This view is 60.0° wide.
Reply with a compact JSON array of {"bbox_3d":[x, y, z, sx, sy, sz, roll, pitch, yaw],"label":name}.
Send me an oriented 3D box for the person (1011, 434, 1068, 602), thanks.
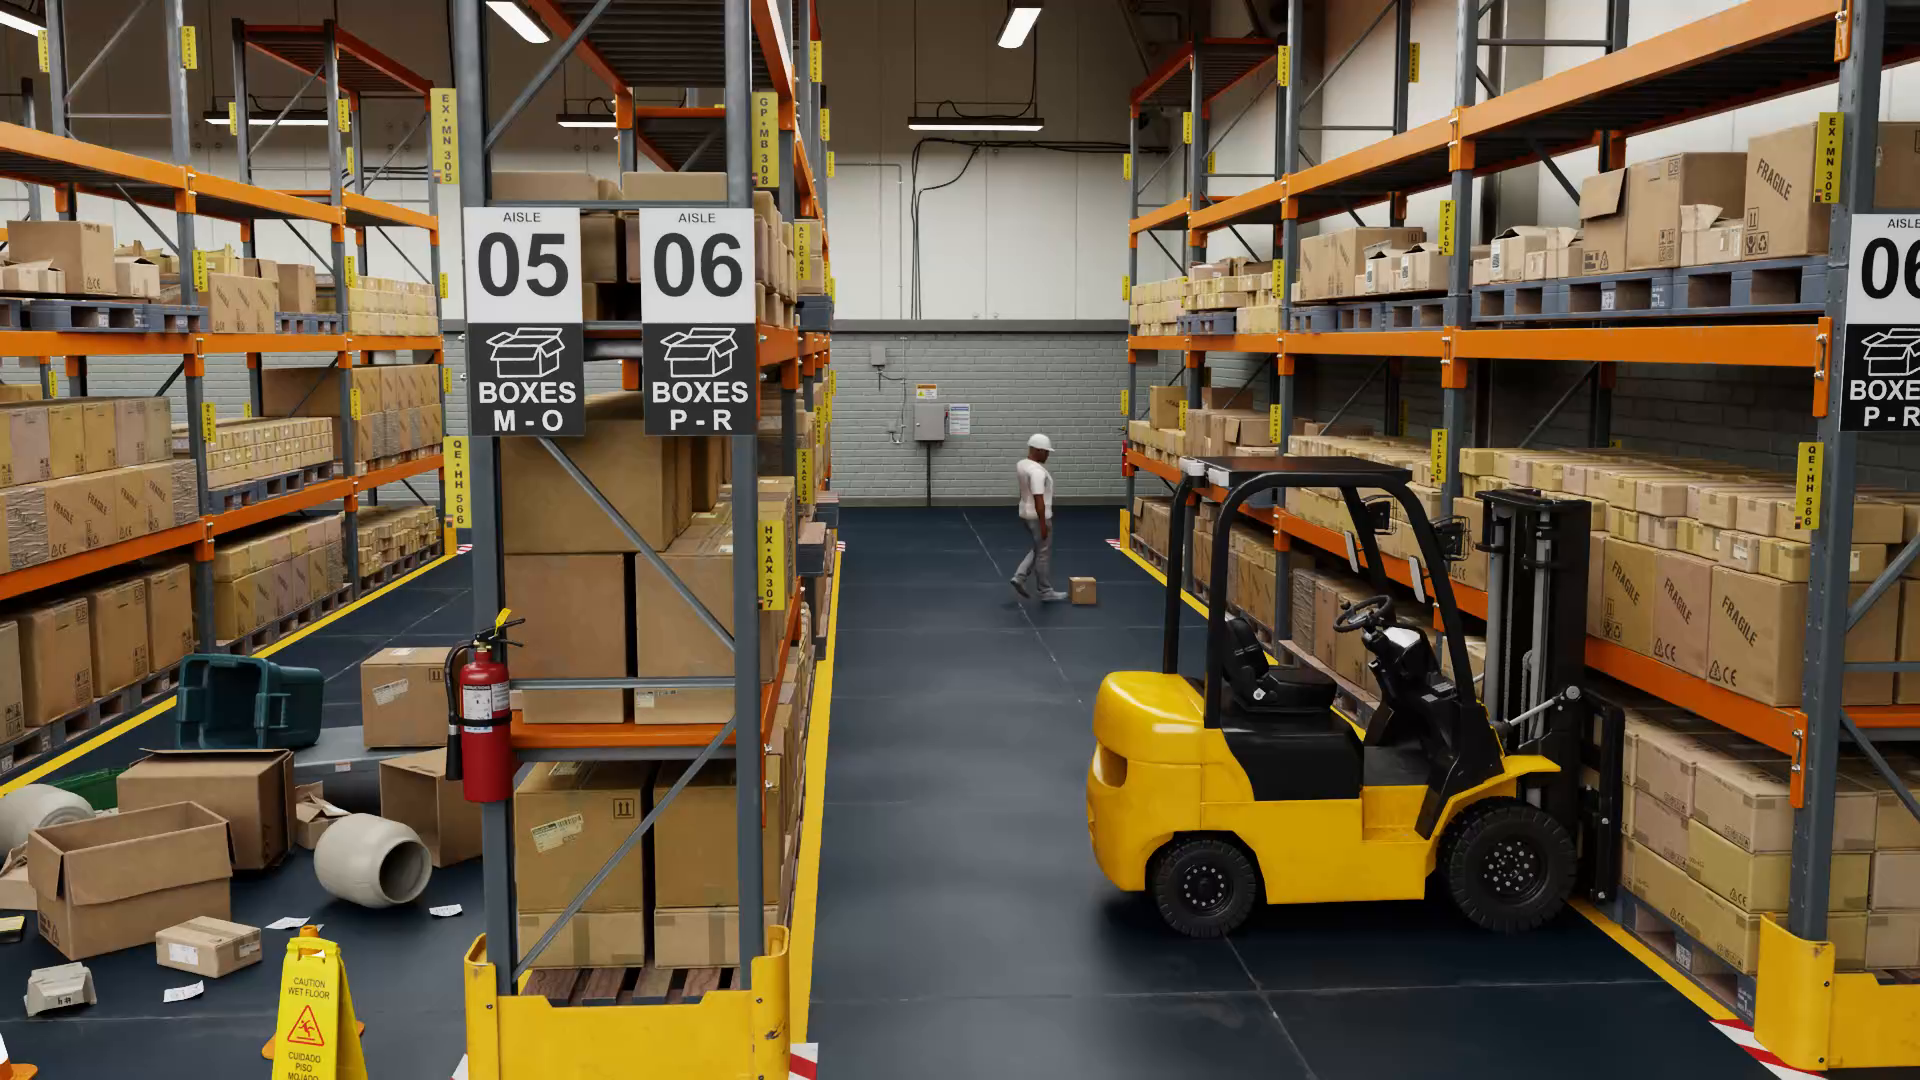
[{"bbox_3d":[0.852,-0.233,17.451,0.582,1.766,0.636,-2,7,-17],"label":"person"}]
